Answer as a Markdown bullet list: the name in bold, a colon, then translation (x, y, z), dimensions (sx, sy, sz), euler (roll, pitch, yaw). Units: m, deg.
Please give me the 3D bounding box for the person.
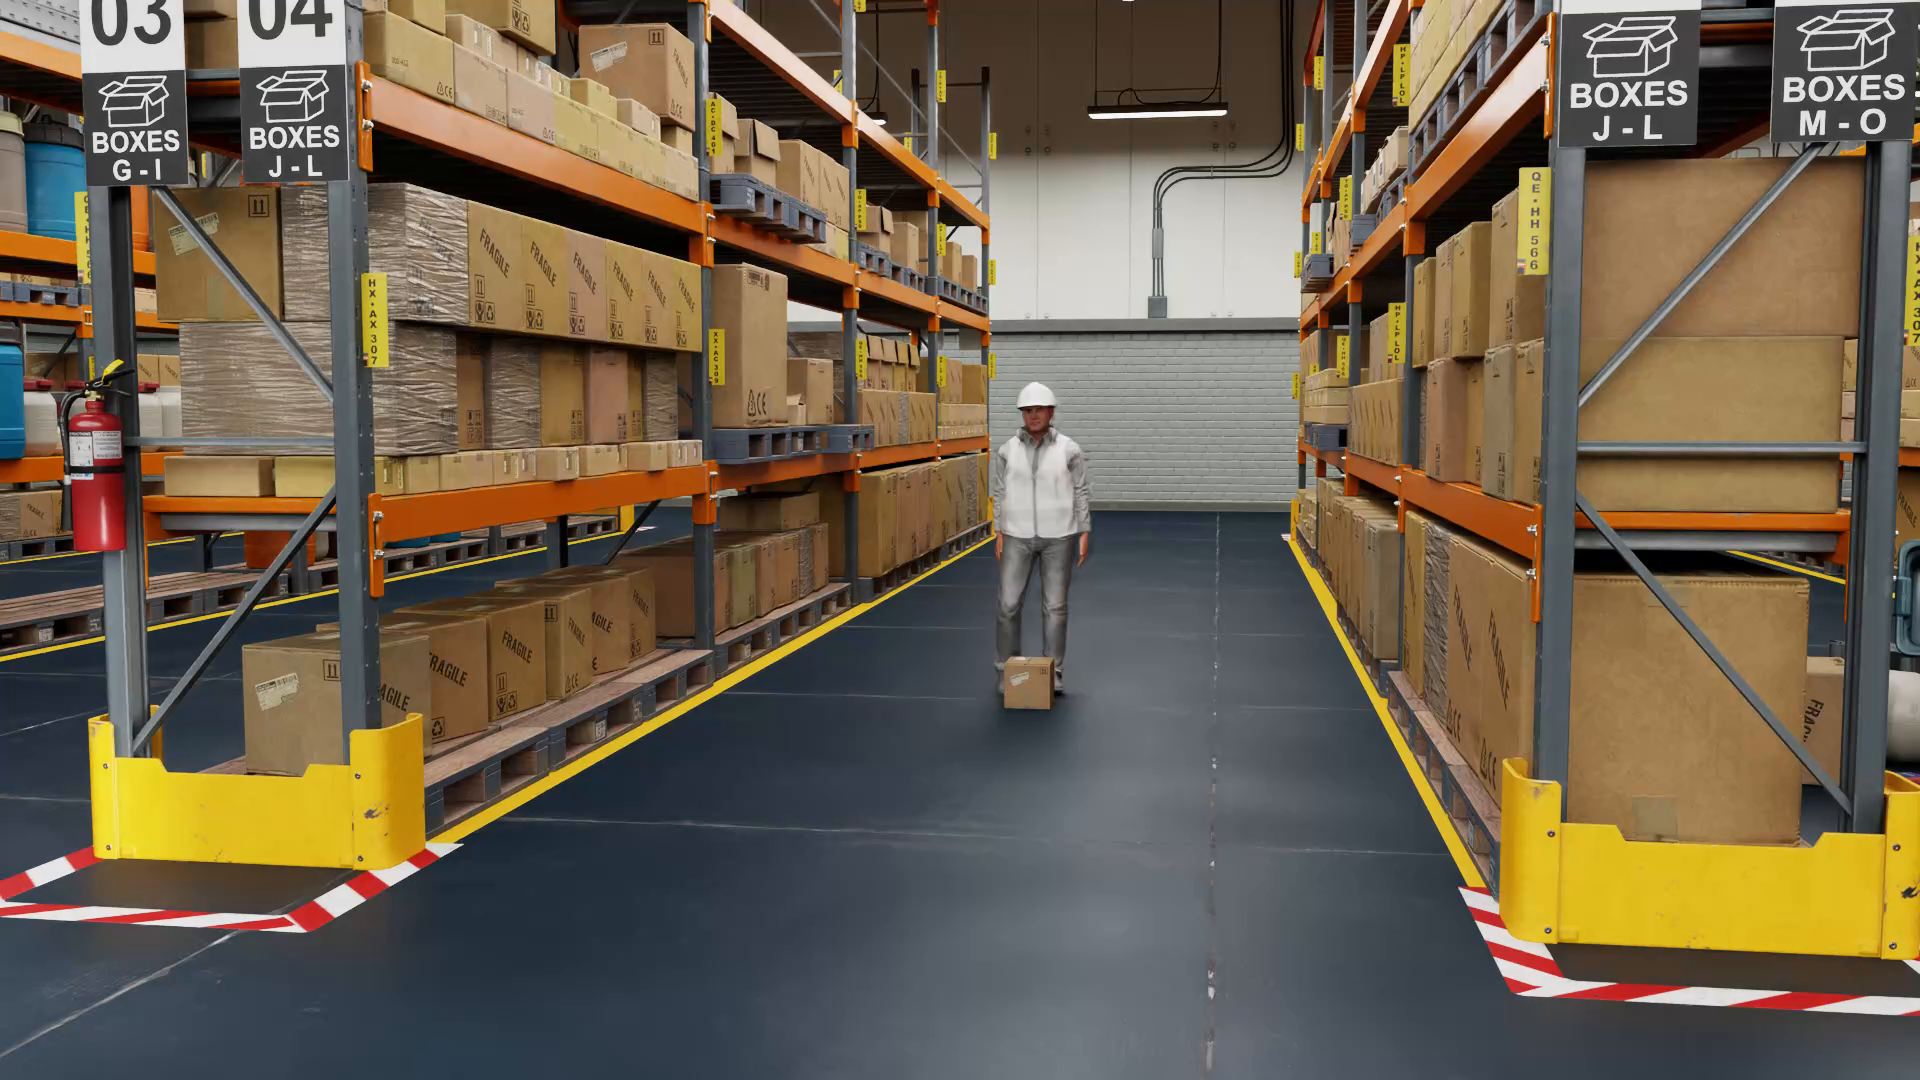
- **person**: translation (0.471, -0.004, 9.571), dimensions (0.575, 1.800, 0.372), euler (1, 4, 9)
